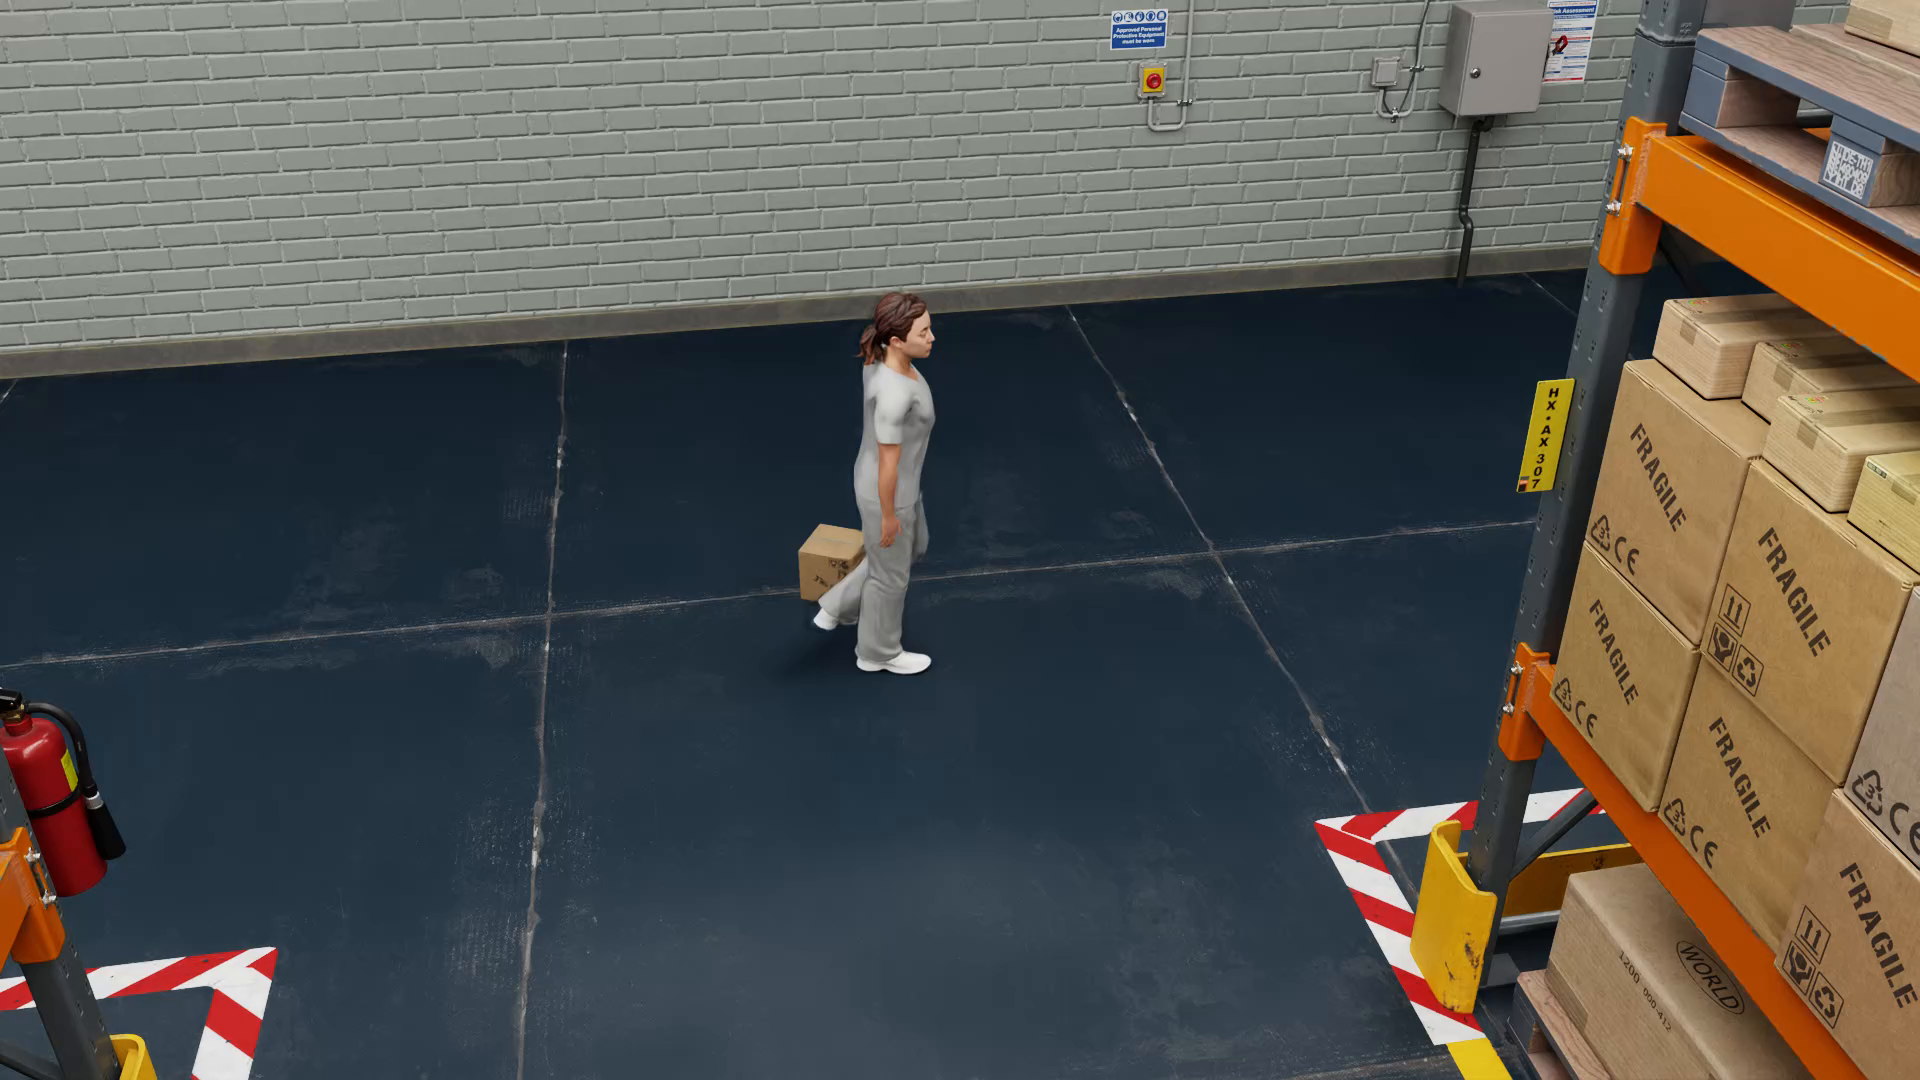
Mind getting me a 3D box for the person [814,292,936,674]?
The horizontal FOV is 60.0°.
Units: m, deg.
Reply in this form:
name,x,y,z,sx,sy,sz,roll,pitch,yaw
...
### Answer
name,x,y,z,sx,sy,sz,roll,pitch,yaw
person,-0.342,-0.196,6.461,0.510,1.664,0.522,-2,31,-4
